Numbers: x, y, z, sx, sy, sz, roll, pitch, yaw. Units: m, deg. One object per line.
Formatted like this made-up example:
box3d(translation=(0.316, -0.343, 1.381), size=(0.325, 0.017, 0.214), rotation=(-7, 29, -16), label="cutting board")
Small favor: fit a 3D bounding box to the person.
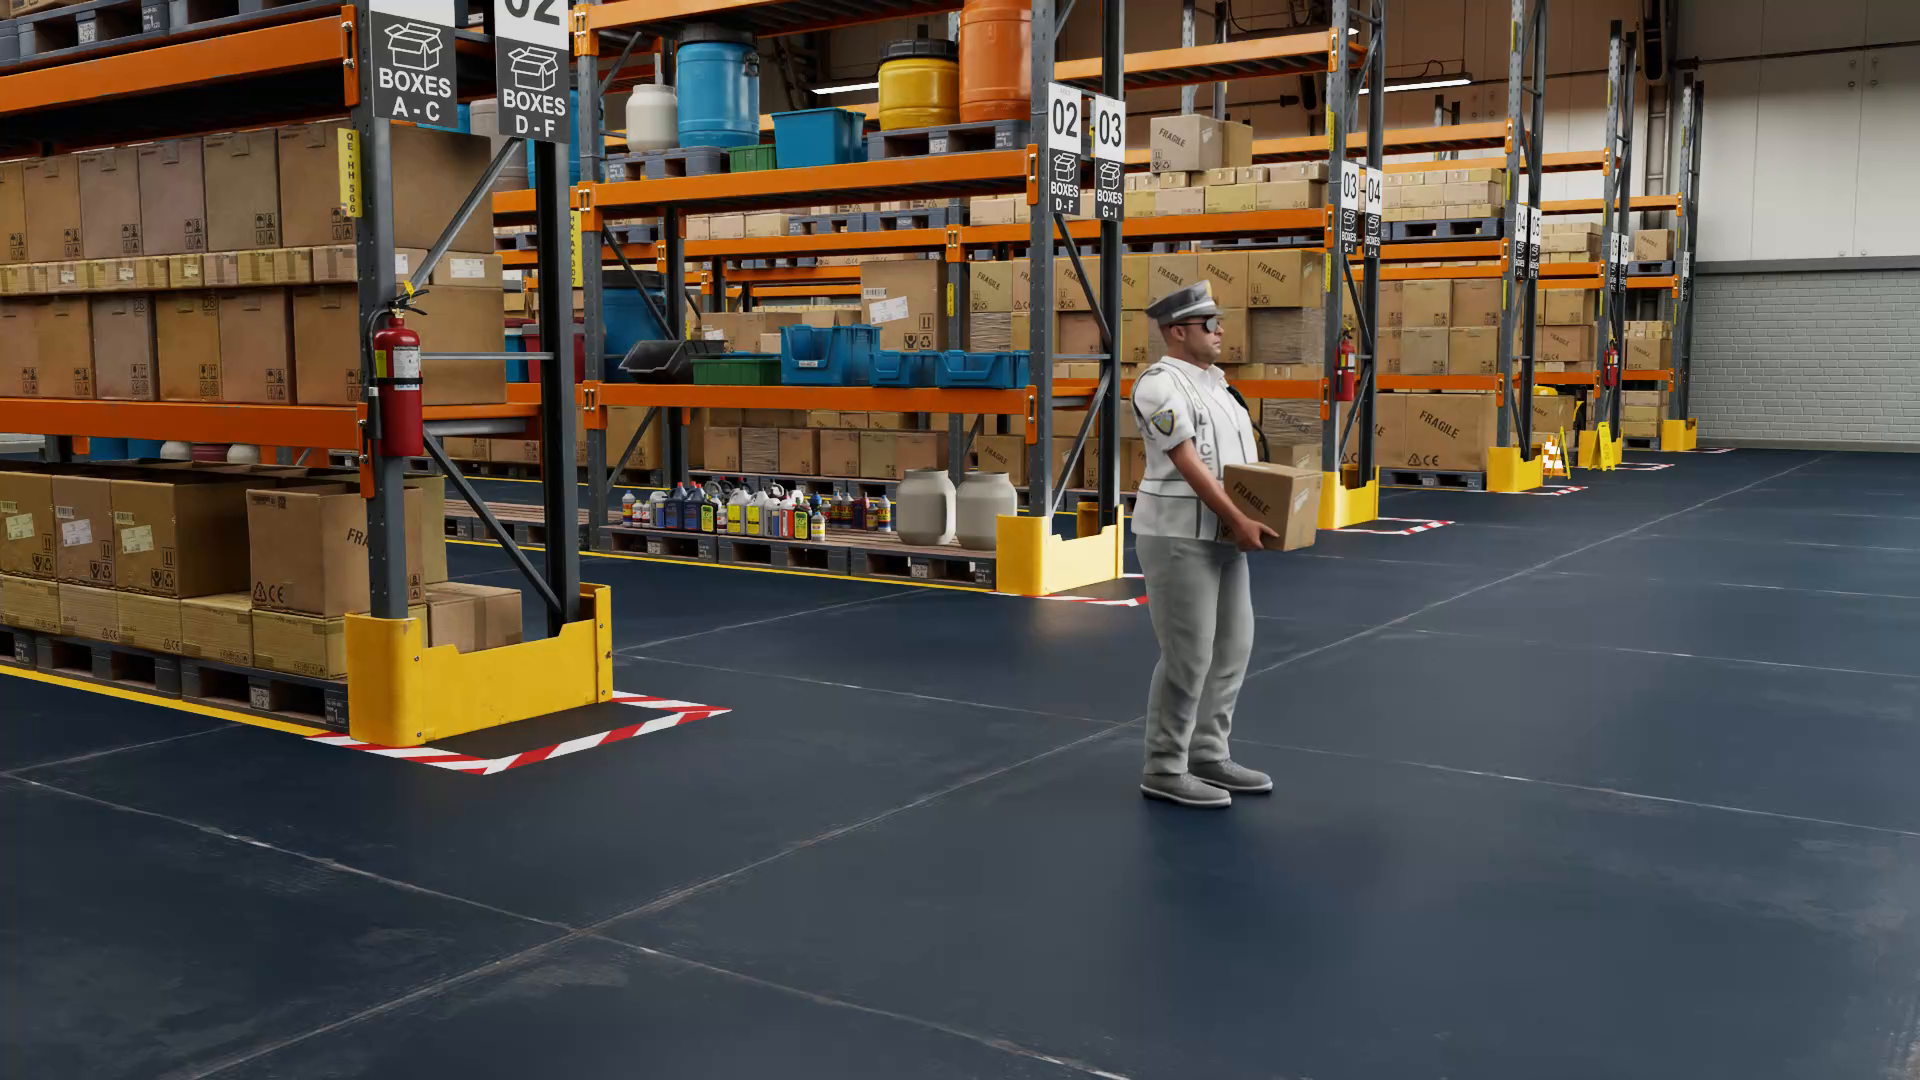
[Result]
box3d(translation=(0.886, 0.001, 5.672), size=(0.563, 1.767, 0.494), rotation=(4, 8, 35), label="person")
